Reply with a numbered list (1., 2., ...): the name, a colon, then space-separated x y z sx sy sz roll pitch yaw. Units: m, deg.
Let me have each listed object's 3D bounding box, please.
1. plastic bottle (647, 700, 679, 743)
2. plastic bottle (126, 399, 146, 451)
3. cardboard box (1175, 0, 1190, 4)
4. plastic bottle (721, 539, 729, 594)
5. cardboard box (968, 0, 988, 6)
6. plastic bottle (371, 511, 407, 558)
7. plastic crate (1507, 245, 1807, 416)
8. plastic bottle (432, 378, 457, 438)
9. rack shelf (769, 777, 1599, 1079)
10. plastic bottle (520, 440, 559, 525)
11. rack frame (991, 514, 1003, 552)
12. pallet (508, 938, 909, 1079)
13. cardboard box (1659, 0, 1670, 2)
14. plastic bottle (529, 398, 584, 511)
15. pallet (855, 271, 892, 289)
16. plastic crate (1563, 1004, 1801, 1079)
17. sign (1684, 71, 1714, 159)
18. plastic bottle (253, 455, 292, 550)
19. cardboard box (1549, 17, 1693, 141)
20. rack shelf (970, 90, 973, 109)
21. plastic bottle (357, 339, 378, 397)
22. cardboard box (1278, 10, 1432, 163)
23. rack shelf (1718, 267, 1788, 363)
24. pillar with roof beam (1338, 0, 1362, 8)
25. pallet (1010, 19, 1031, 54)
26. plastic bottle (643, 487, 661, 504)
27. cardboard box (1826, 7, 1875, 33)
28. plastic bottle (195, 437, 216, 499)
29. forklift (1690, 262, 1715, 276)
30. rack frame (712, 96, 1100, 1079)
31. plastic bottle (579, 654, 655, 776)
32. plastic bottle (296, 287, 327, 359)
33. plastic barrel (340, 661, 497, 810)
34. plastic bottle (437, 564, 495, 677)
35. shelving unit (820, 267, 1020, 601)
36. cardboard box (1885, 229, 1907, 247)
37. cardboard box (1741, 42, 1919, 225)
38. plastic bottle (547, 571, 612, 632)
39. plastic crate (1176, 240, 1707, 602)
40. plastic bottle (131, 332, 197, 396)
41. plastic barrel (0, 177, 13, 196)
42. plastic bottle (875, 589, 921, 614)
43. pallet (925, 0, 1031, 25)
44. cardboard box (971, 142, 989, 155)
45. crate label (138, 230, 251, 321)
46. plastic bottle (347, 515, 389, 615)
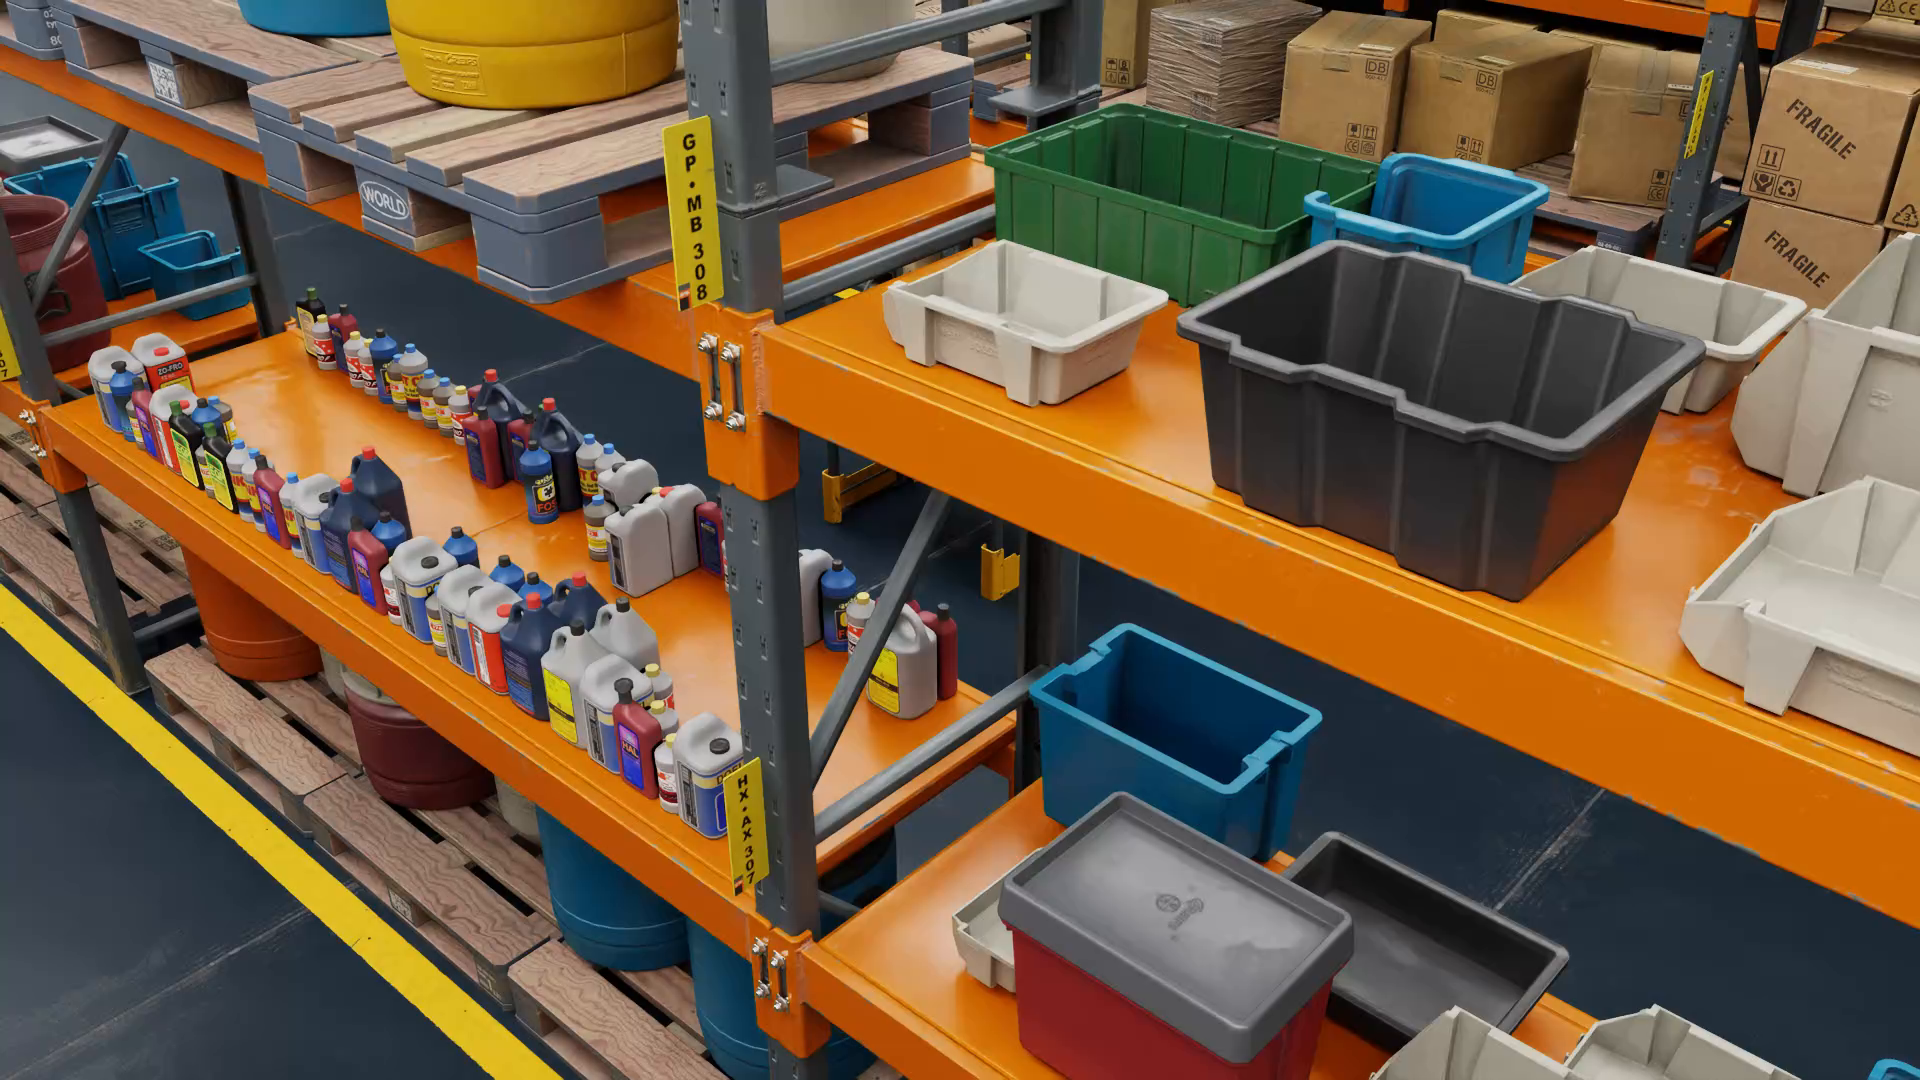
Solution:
1. plastic bottle: -0.756 0.497 4.209 0.097 0.201 0.097 0 31 0
2. plastic bottle: -2.807 -0.418 5.728 0.097 0.201 0.097 0 31 0
3. cardboard box: 1.957 -4.551 14.398 0.500 0.500 0.700 26 39 36
4. plastic bottle: -0.656 0.058 4.937 0.097 0.201 0.097 0 31 0
5. cardboard box: 0.215 -5.182 15.769 0.250 0.166 0.380 20 36 29
6. plastic bottle: -1.673 0.039 4.901 0.097 0.271 0.097 0 31 0
7. plastic crate: 1.114 -0.354 2.776 0.466 0.136 0.293 25 39 35
8. plastic bottle: -1.787 -0.470 5.814 0.097 0.201 0.097 0 31 0
9. rack shelf: 1.398 1.524 3.007 4.000 0.370 1.077 25 39 35
10. plastic bottle: -1.340 -0.190 5.283 0.097 0.271 0.097 0 31 0
11. rack frame: 0.314 -0.496 7.120 0.032 1.500 0.500 25 39 35
12. pallet: -0.629 1.436 5.161 1.213 0.211 1.003 25 39 35
13. cardboard box: 4.831 -3.821 11.412 0.250 0.149 0.380 25 39 35
14. plastic bottle: -1.291 -0.286 5.364 0.185 0.351 0.144 25 39 35
15. pallet: -0.308 -1.859 10.633 1.213 0.211 1.003 25 39 35
16. plastic crate: 1.408 1.099 3.214 0.466 0.136 0.293 25 39 35
17. sign: 2.872 -1.652 6.462 0.005 0.325 0.100 25 39 35
18. plastic bottle: -2.121 -0.120 5.154 0.133 0.283 0.061 25 39 35
19. cardboard box: 4.700 -3.298 11.996 0.750 0.750 0.750 25 39 35
20. rack shelf: -1.207 -3.137 10.751 4.000 0.370 1.077 25 39 35
21. plastic bottle: -2.148 -0.638 6.094 0.097 0.201 0.097 0 31 0
22. cardboard box: 1.890 -2.180 7.958 0.500 0.500 0.700 15 34 23
23. rack shelf: 4.725 -0.369 6.151 4.000 0.370 1.077 25 39 35
24. pillar with roof beam: 0.325 -6.354 9.579 0.400 9.000 9.100 25 39 35
25. pallet: 1.210 -4.570 15.136 1.213 0.211 1.003 25 39 35
26. plastic bottle: -0.927 -0.068 5.147 0.097 0.201 0.097 0 31 0
27. cardboard box: 5.758 -3.359 10.646 0.250 0.149 0.380 26 40 36
28. plastic bottle: -2.437 -0.245 5.441 0.097 0.201 0.097 0 31 0
29. forklift: 5.237 -2.123 8.434 3.031 2.935 1.130 26 40 36
30. rack frame: -0.085 0.524 3.971 0.127 3.000 1.000 25 39 35
31. plastic bottle: -0.865 0.438 4.235 0.135 0.276 0.152 25 39 35
32. plastic bottle: -2.464 -0.834 6.340 0.133 0.283 0.061 25 39 35
33. plastic barrel: -1.839 0.546 5.865 0.708 0.588 0.600 25 39 35
34. plastic bottle: -1.339 0.217 4.602 0.135 0.276 0.152 25 39 35
35. shelving unit: -0.057 -0.669 7.407 1.083 1.500 0.587 25 39 35
36. cardboard box: 3.819 -0.955 6.331 0.500 0.500 0.500 26 40 36
37. cardboard box: 3.402 -1.570 6.382 0.500 0.500 0.500 26 40 36
38. plastic bottle: -1.026 0.233 4.503 0.185 0.351 0.144 25 39 35
39. plastic crate: 0.652 -0.170 2.343 0.590 0.269 0.497 25 39 35
40. plastic bottle: -2.845 -0.592 5.946 0.135 0.276 0.152 25 39 35
41. plastic barrel: -3.957 -1.183 6.698 0.421 0.512 0.421 0 31 0
42. plastic bottle: -0.169 0.238 4.560 0.133 0.283 0.061 25 39 35
43. pallet: 0.110 -5.058 15.946 1.213 0.211 1.003 25 39 35
44. cardboard box: 0.085 -2.289 10.359 0.500 0.311 0.500 27 40 37
45. crate label: -3.111 -1.078 6.794 0.416 0.233 0.303 25 39 35
46. plastic bottle: -1.713 0.071 4.837 0.133 0.283 0.061 25 39 35
